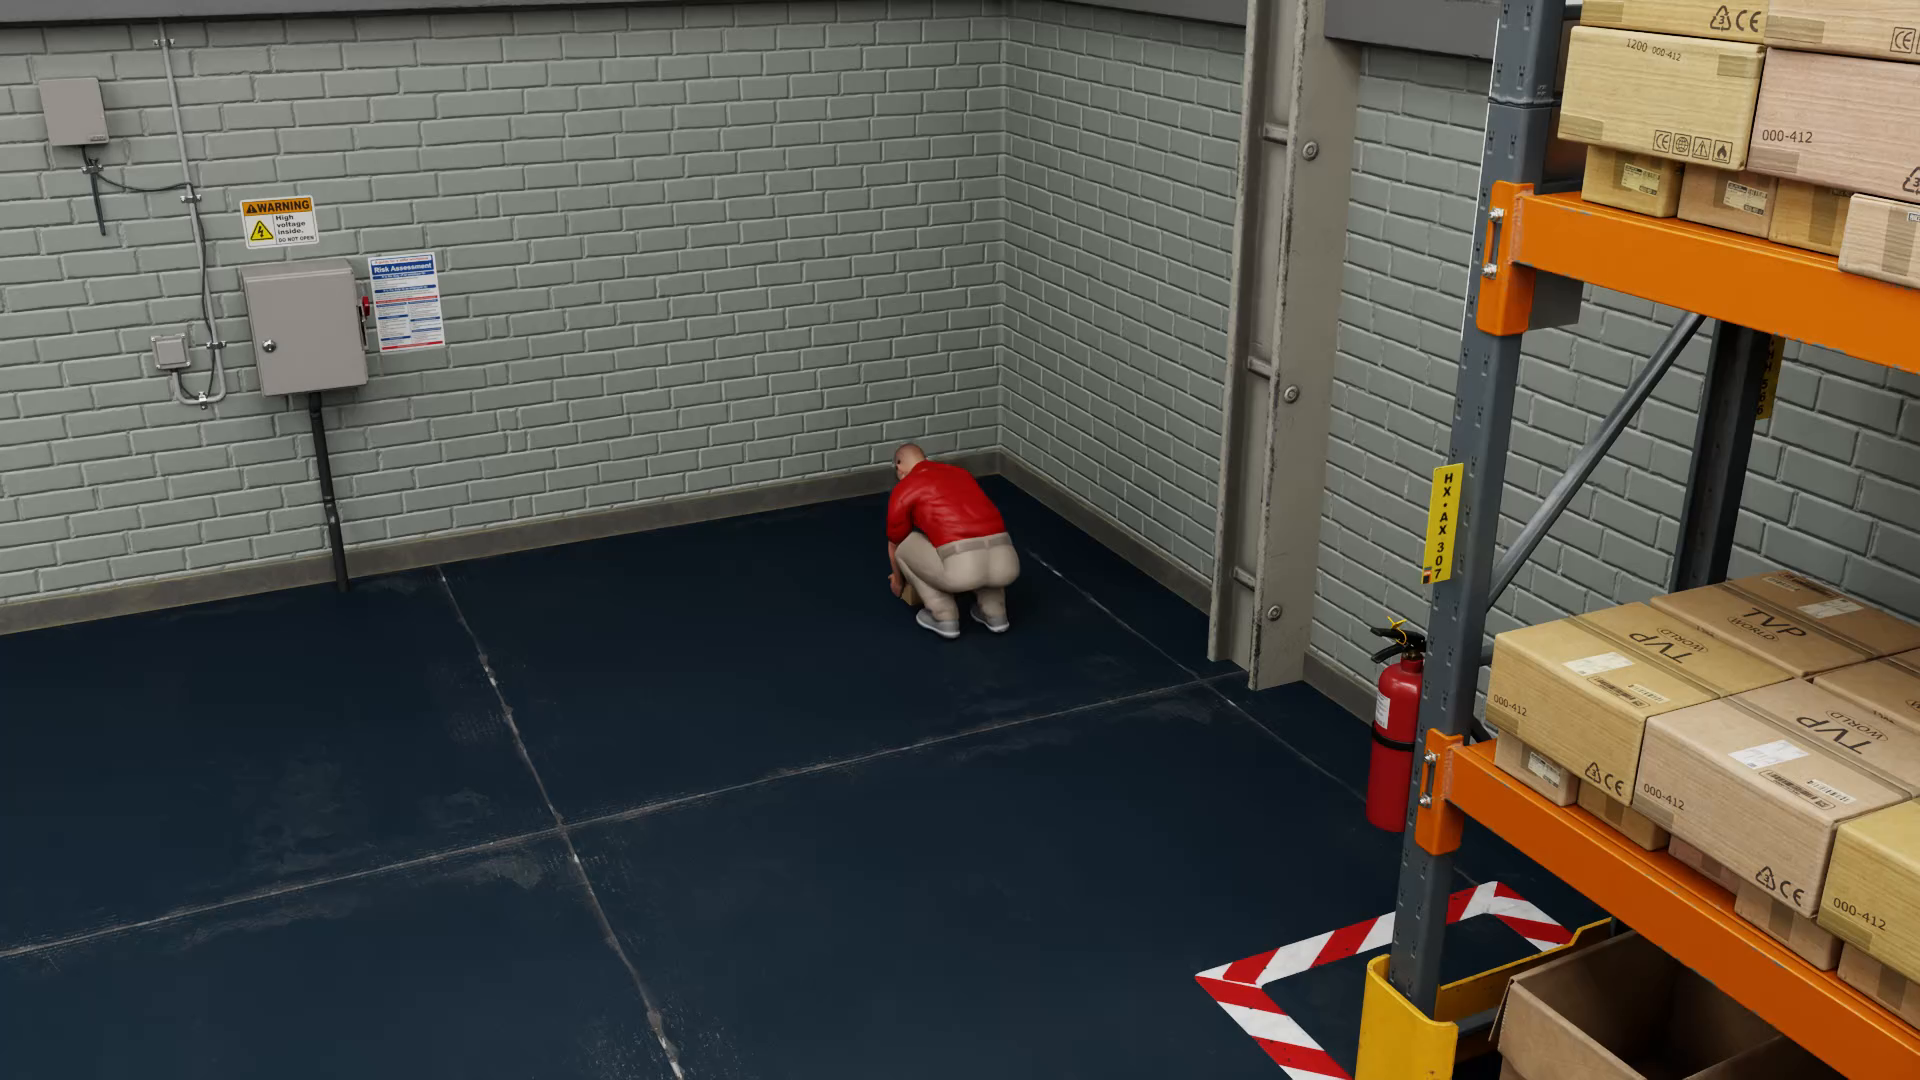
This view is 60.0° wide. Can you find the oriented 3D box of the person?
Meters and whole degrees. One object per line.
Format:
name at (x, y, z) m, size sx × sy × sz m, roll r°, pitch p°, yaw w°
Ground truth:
person at (-0.054, 0.020, 8.300) m, size 0.552 × 0.859 × 0.864 m, roll -10°, pitch 24°, yaw -24°
